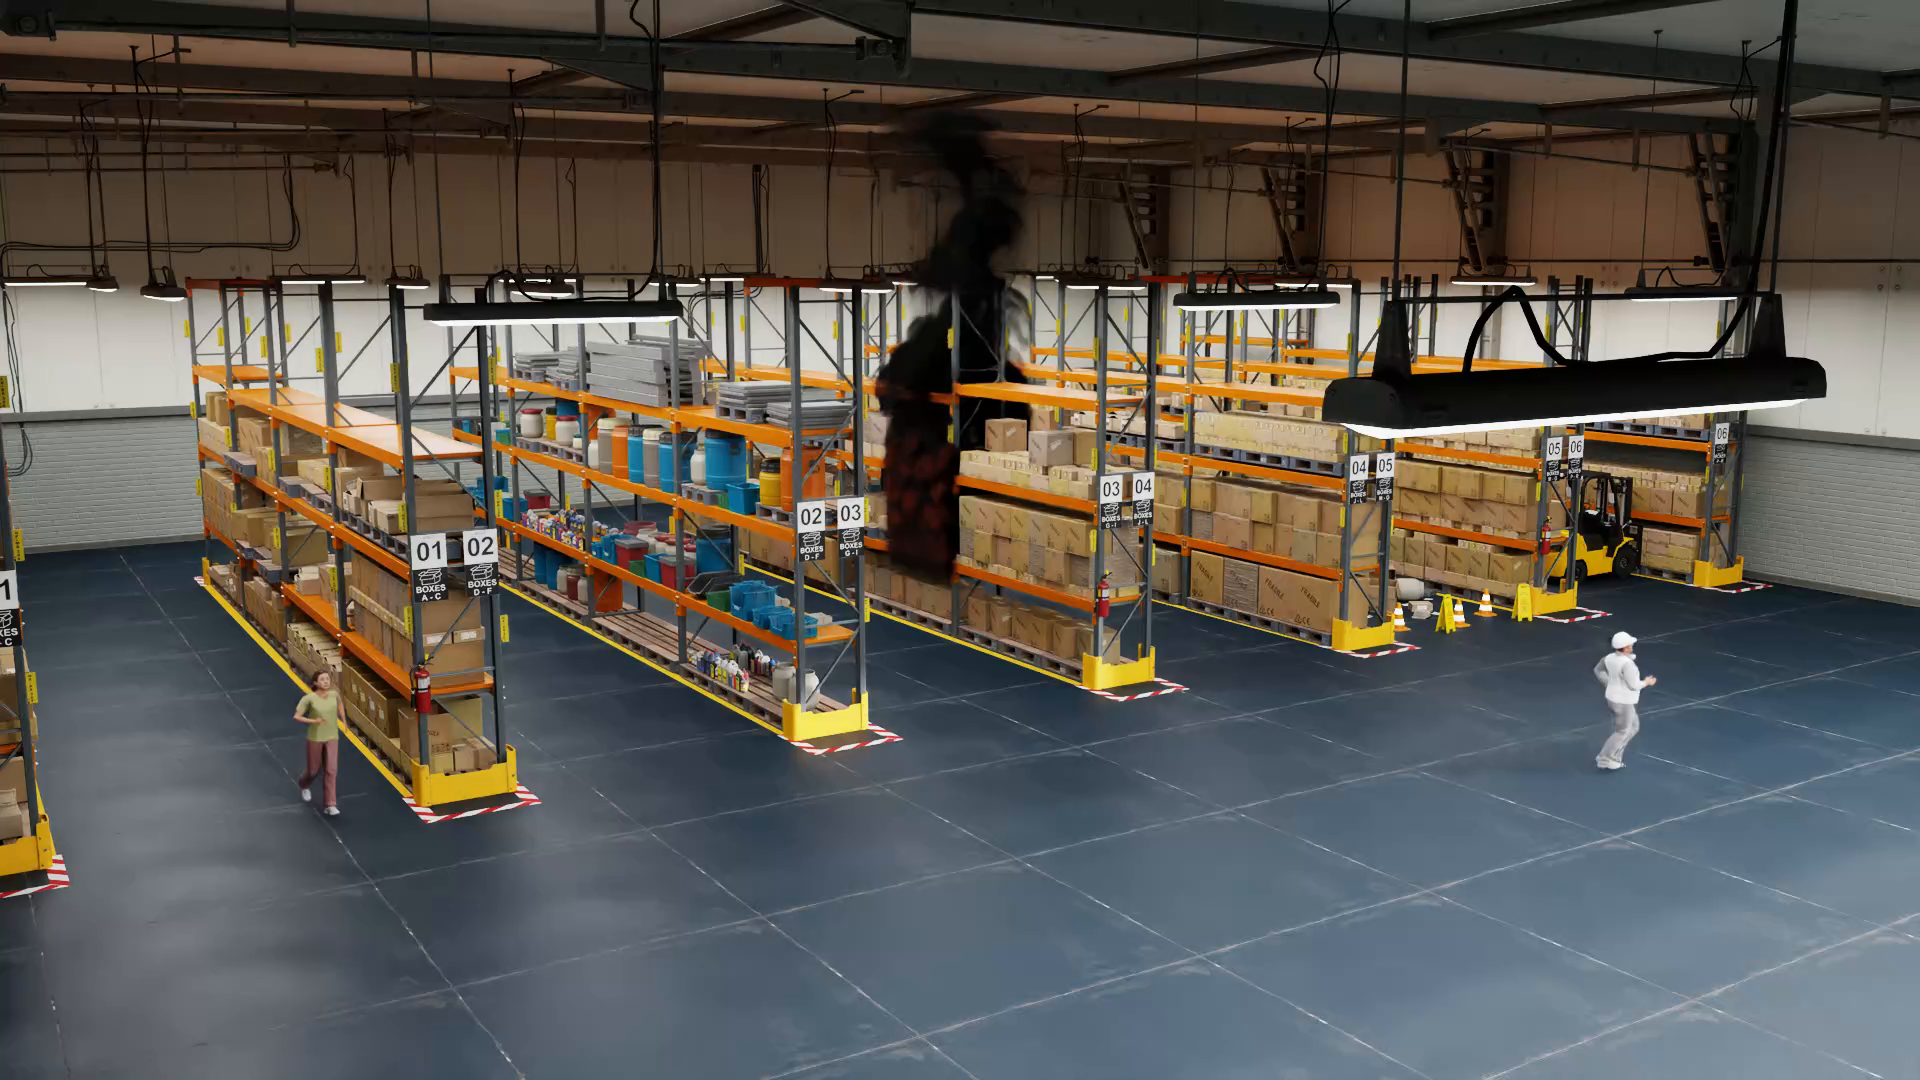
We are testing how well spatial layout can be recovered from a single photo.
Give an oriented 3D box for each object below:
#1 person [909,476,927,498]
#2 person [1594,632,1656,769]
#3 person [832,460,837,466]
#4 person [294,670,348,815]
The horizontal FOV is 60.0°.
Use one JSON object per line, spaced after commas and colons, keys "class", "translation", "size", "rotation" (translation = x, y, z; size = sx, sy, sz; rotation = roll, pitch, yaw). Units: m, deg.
{"class": "person", "translation": [-0.819, -0.529, 35.771], "size": [0.671, 1.718, 0.571], "rotation": [-5, 11, -27]}
{"class": "person", "translation": [8.295, 2.020, 20.747], "size": [0.669, 1.789, 0.640], "rotation": [0, 10, -2]}
{"class": "person", "translation": [-3.173, -1.435, 41.598], "size": [0.763, 1.650, 0.706], "rotation": [-5, 11, -26]}
{"class": "person", "translation": [-7.342, 2.323, 19.214], "size": [0.615, 1.600, 0.974], "rotation": [-7, 12, -35]}
